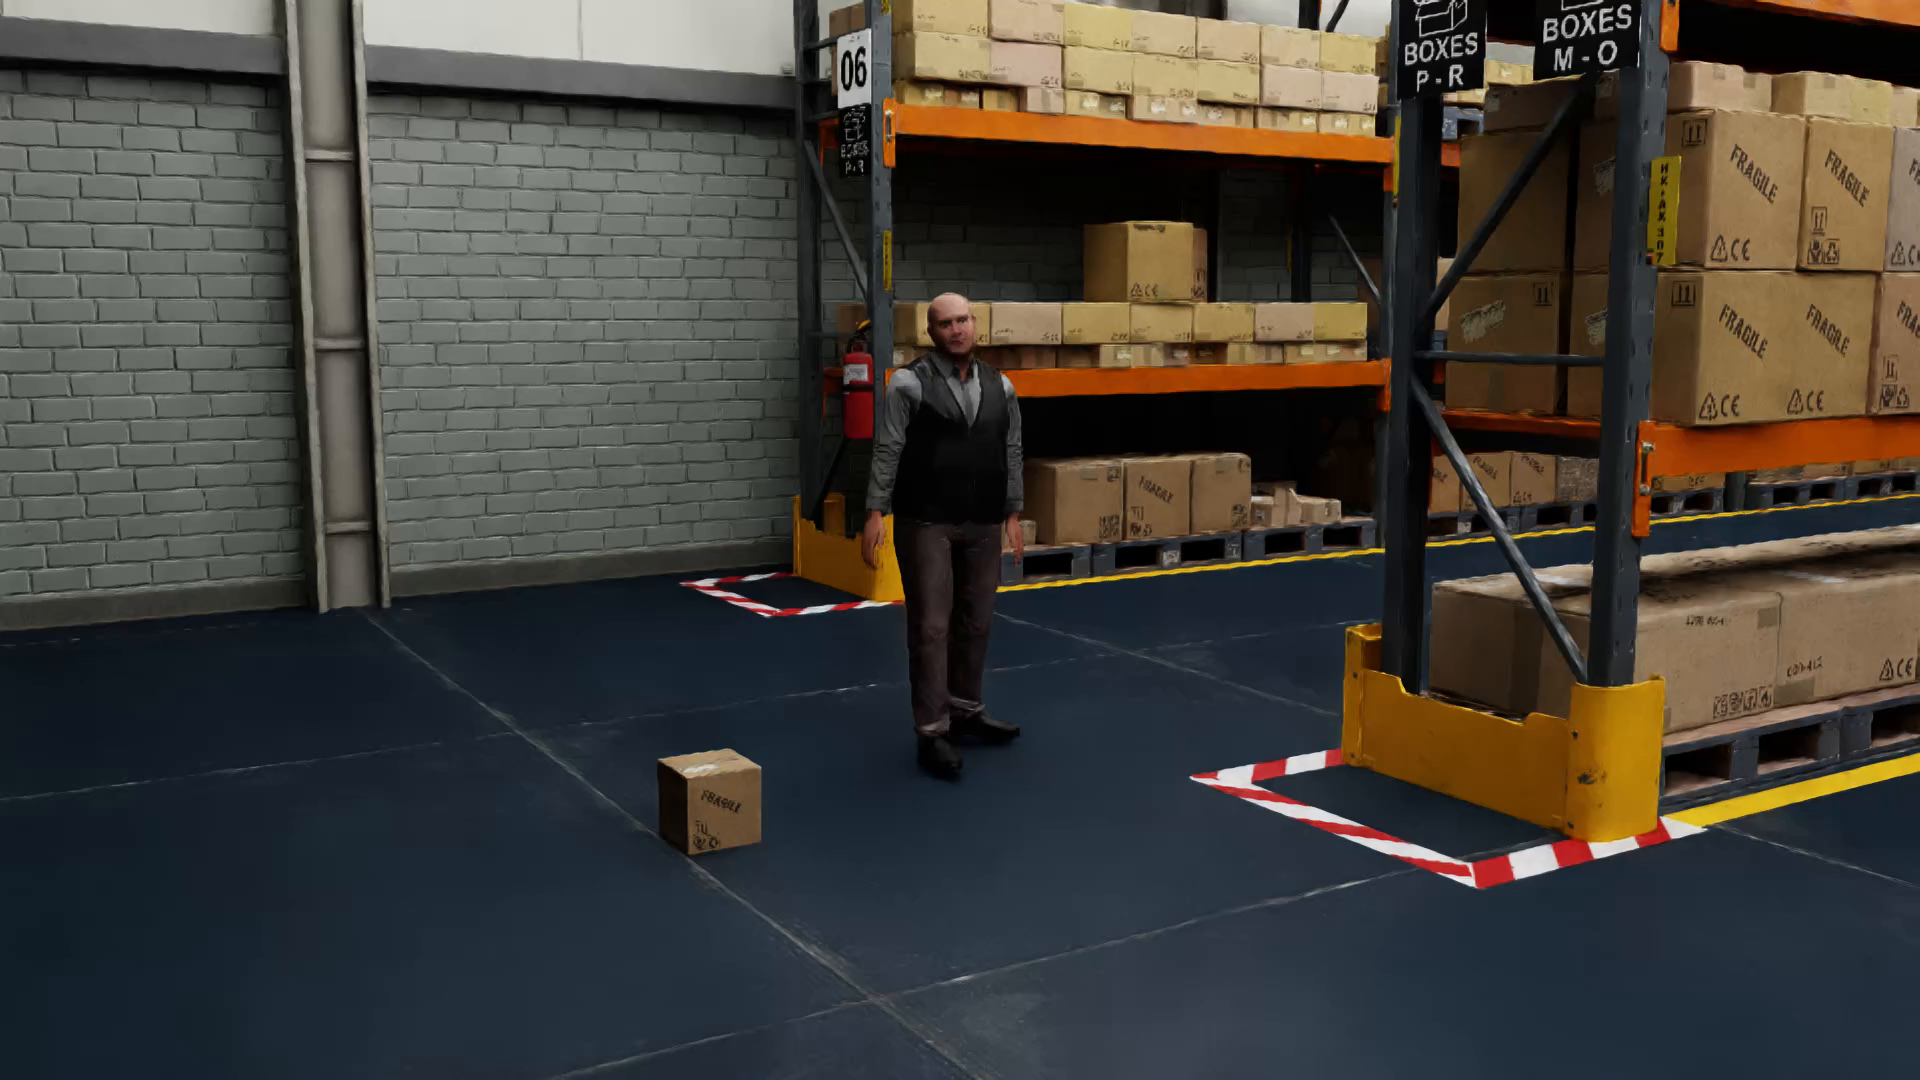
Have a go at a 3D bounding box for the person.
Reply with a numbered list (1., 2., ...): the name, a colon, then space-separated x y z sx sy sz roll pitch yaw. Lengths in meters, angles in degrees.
1. person: -0.038 -0.042 6.125 0.689 1.722 0.577 -4 9 -28
